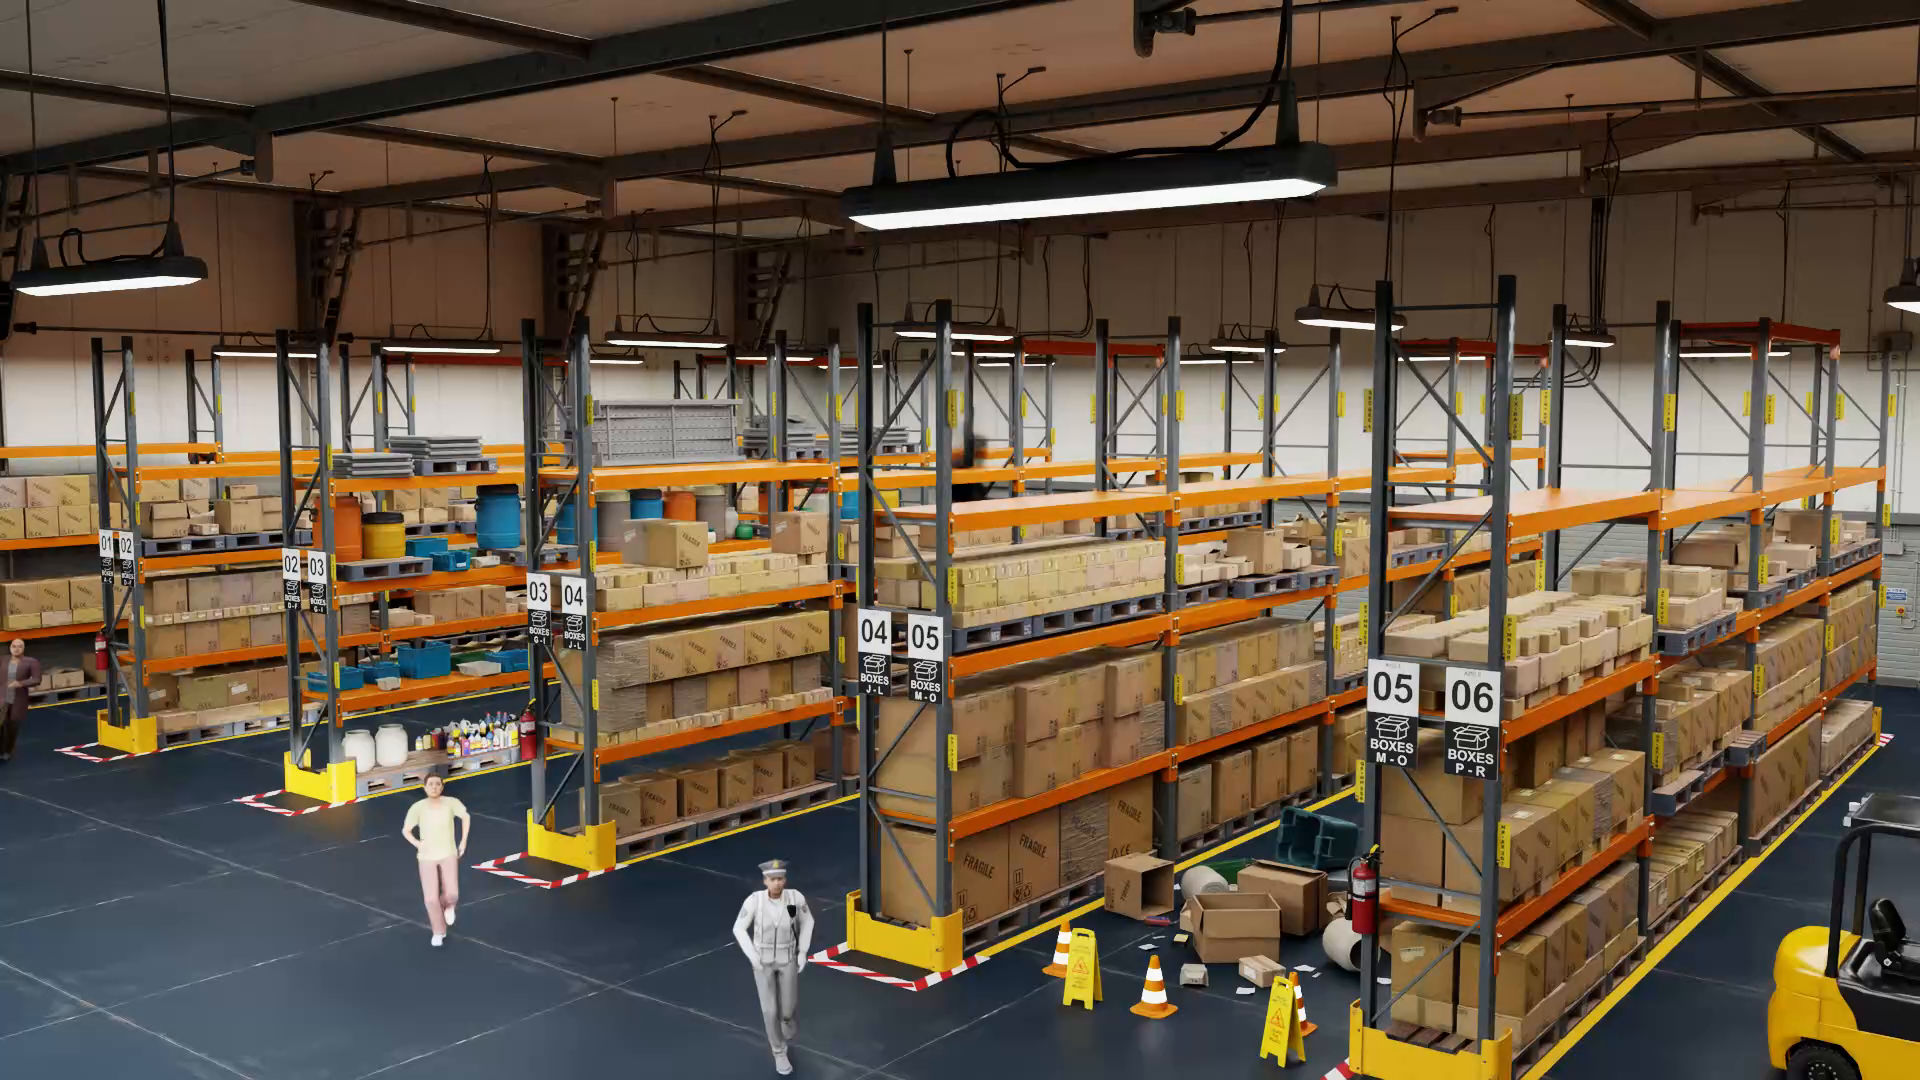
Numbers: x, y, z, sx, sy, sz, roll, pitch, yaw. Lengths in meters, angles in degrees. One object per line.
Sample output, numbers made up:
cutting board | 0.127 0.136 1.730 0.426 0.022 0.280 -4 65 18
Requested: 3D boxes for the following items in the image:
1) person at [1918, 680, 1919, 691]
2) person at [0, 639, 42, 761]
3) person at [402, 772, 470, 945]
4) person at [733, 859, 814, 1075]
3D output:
person | 13.743 2.276 23.270 0.612 1.677 0.939 3 6 29
person | -13.275 2.270 23.353 0.694 1.793 0.691 -2 5 -24
person | -4.925 2.992 15.670 0.617 1.636 0.561 -2 5 -20
person | -1.438 3.242 12.858 0.625 1.658 0.581 -1 5 -8
